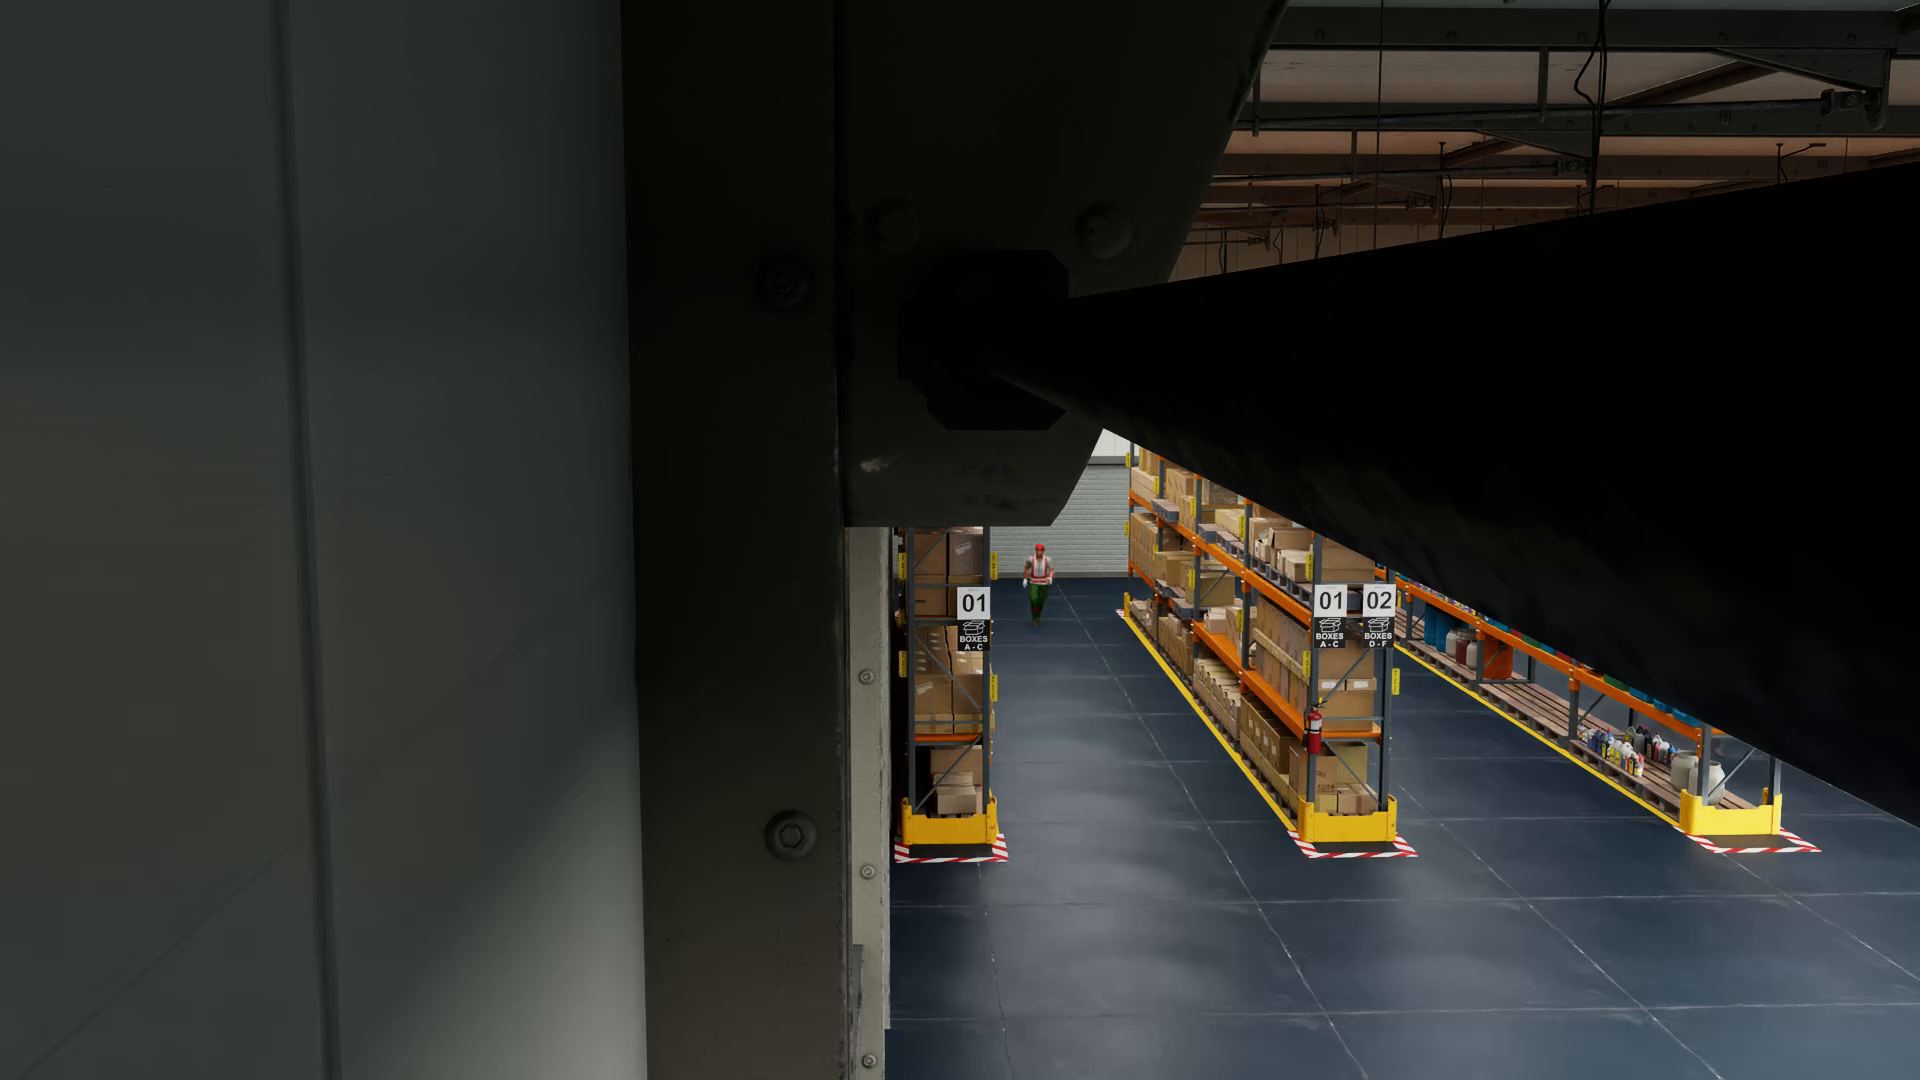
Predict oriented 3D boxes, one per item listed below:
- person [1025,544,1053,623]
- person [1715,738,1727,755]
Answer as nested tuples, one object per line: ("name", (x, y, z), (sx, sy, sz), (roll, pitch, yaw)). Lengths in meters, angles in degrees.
("person", (1.691, 0.888, 35.465), (0.587, 1.667, 0.776), (0, 7, -3))
("person", (11.225, 2.341, 24.758), (0.478, 1.665, 0.336), (7, 10, 44))
